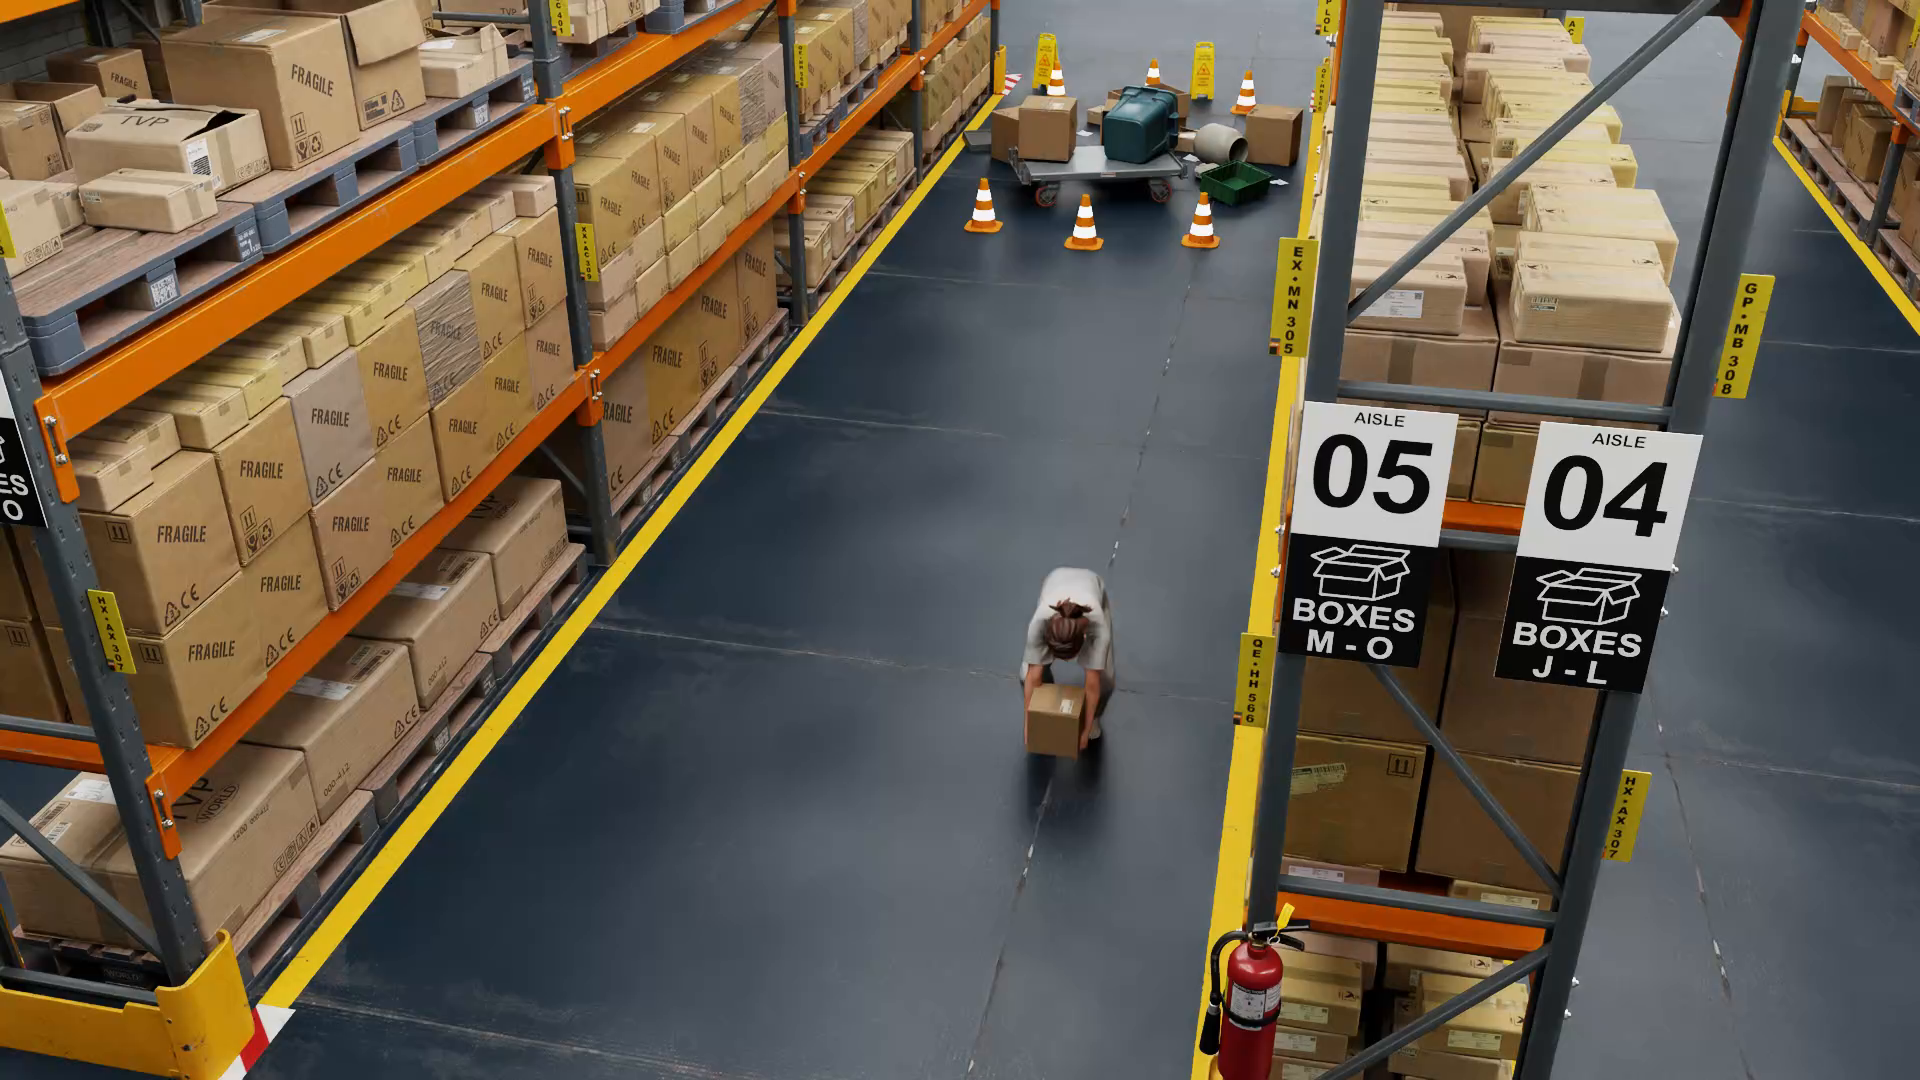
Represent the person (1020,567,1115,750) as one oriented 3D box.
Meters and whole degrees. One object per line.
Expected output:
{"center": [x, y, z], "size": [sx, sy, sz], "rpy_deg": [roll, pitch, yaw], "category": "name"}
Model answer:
{"center": [0.535, 0.617, 8.256], "size": [0.474, 0.943, 0.863], "rpy_deg": [5, 29, 8], "category": "person"}
